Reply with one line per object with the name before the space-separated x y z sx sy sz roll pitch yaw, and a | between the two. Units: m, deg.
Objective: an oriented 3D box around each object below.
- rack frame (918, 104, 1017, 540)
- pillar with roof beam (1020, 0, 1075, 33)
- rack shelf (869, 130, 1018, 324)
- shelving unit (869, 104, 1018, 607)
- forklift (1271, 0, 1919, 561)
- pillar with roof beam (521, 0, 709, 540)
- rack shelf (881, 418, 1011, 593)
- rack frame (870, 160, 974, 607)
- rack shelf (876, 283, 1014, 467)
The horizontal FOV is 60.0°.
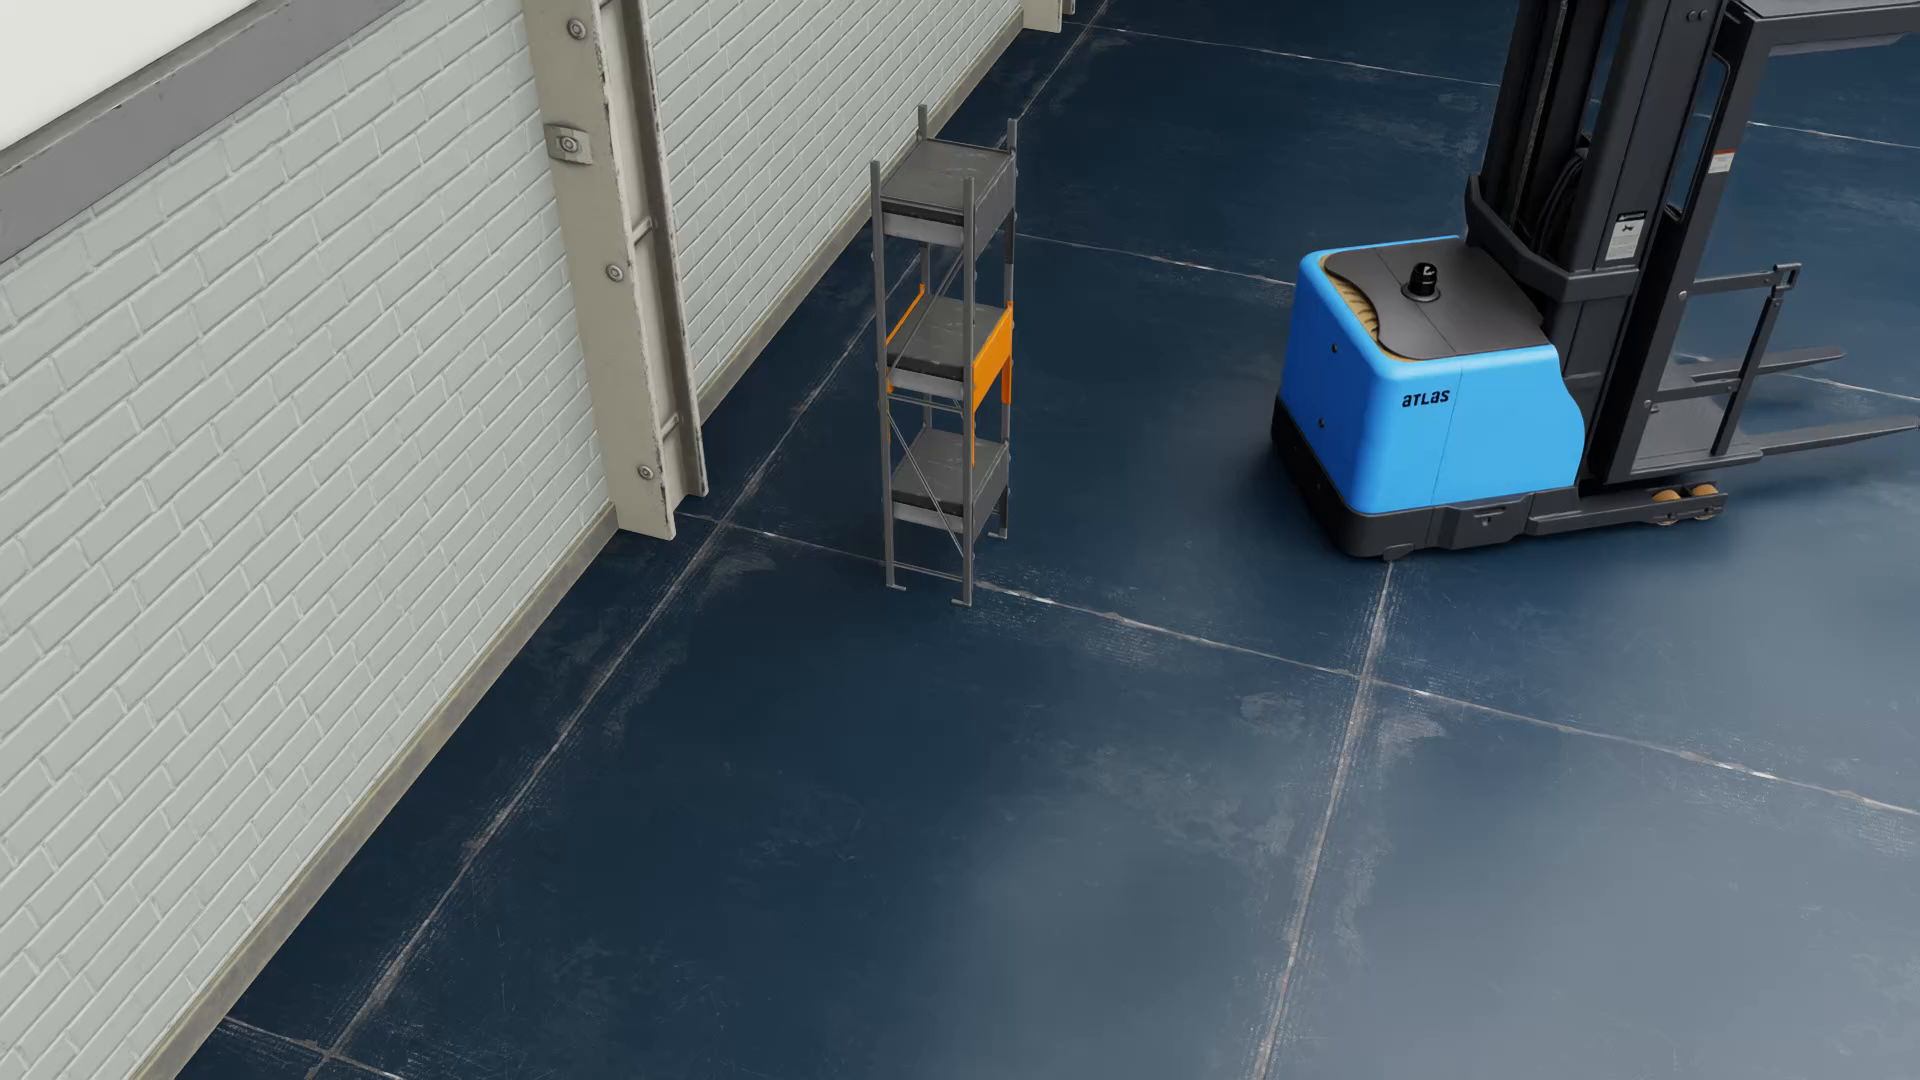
rack frame | 0.027 -0.847 7.078 0.400 2.100 0.015 13 42 15
pillar with roof beam | 4.682 -6.279 8.131 9.100 9.000 0.400 13 42 15
rack shelf | -0.057 -1.220 6.458 0.431 0.518 0.480 13 42 15
shelving unit | -0.057 -0.698 6.904 0.431 2.100 0.503 13 42 15
forklift | 3.104 -1.511 7.216 3.031 2.935 1.130 -8 41 -9
pillar with roof beam | 2.630 -2.620 3.841 9.100 9.000 0.400 13 42 15
rack shelf | -0.057 -0.155 7.367 0.431 0.518 0.480 13 42 15
rack frame | -0.140 -0.549 6.729 0.400 2.100 0.015 13 42 15
rack shelf | -0.057 -0.687 6.913 0.431 0.518 0.480 13 42 15
